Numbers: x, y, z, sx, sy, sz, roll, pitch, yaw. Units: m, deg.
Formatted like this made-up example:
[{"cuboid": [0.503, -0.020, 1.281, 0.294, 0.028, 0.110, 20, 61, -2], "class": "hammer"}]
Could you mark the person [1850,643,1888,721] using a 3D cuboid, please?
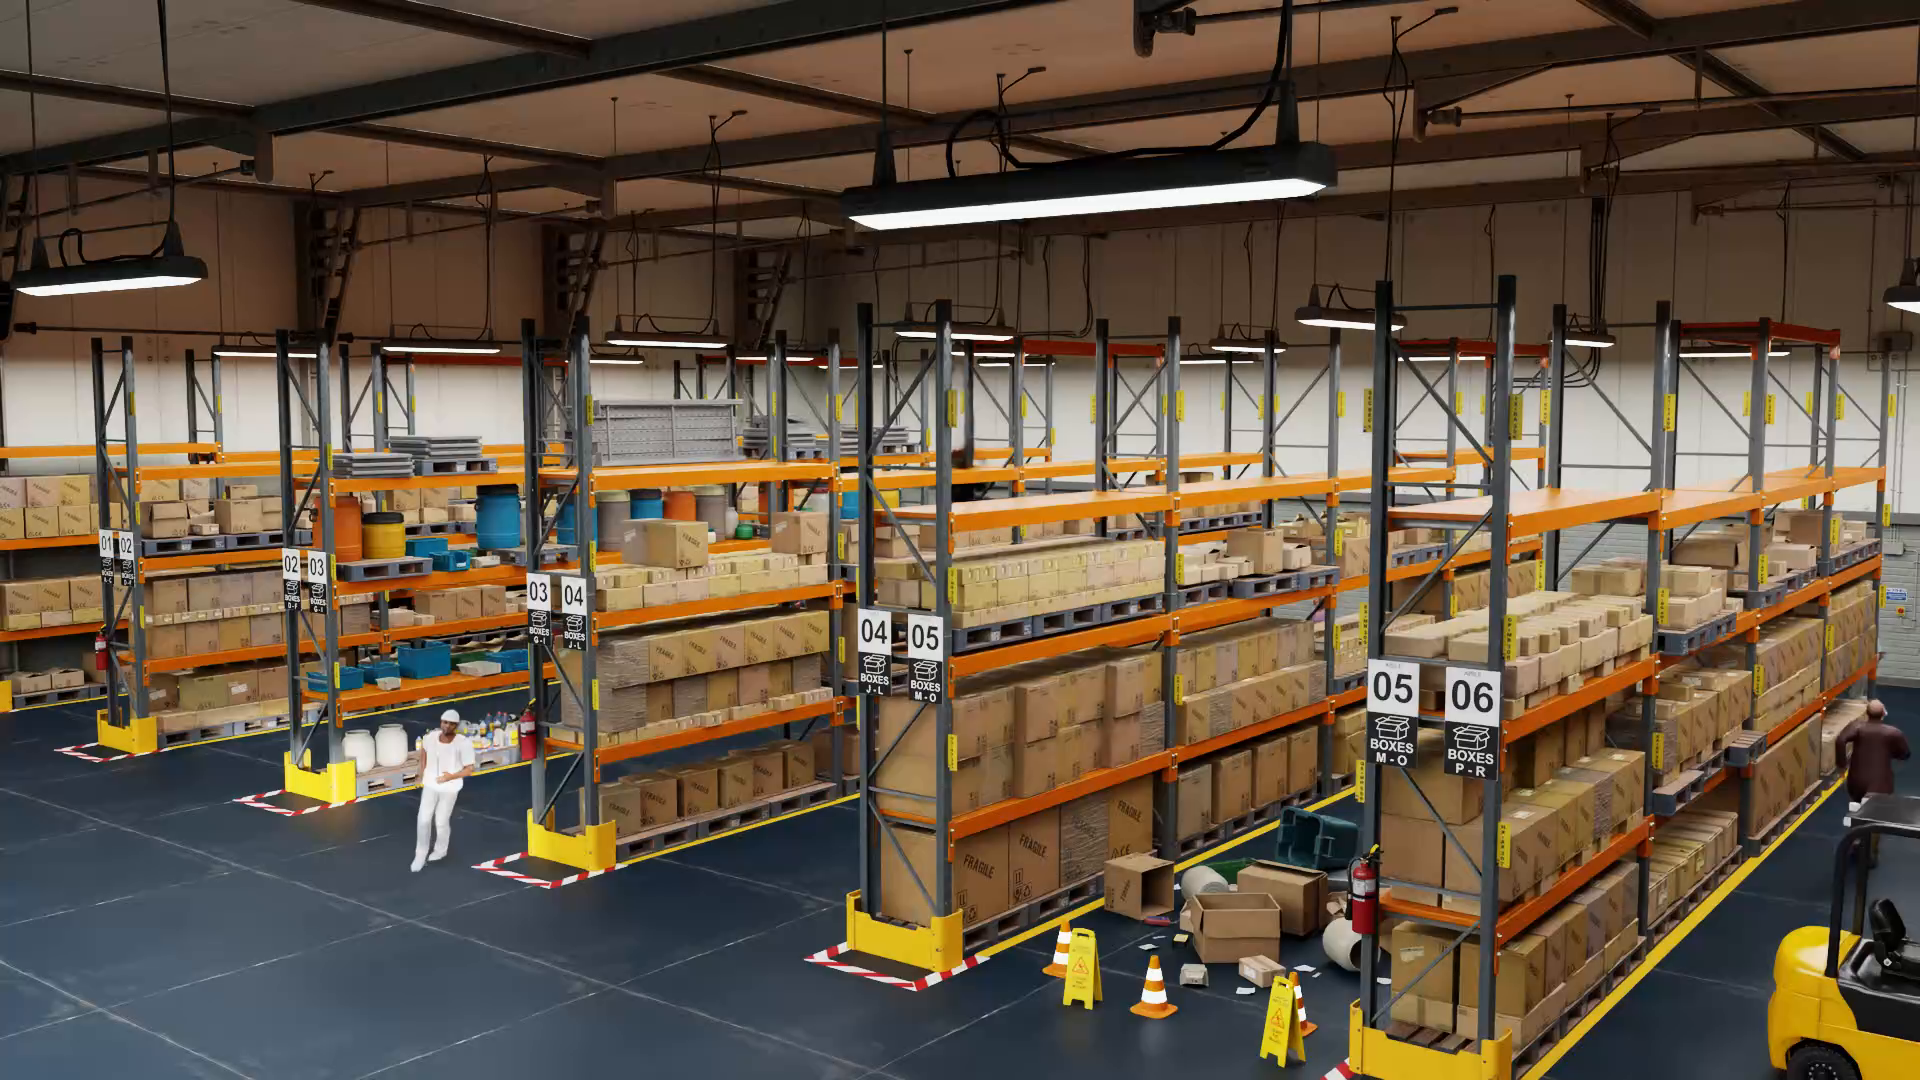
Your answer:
[{"cuboid": [14.050, 2.108, 25.859, 0.599, 1.656, 0.742, -2, 5, -24], "class": "person"}]

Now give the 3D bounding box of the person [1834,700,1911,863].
[{"cuboid": [10.073, 2.687, 18.372, 0.708, 1.856, 0.840, 3, 6, 35], "class": "person"}]

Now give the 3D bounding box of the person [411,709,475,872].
[{"cuboid": [-5.644, 2.728, 18.188, 0.711, 1.776, 0.672, 0, 5, -1], "class": "person"}]

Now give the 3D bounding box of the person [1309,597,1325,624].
[{"cuboid": [6.389, 1.801, 29.552, 0.541, 1.634, 0.726, 2, 5, 24], "class": "person"}]
